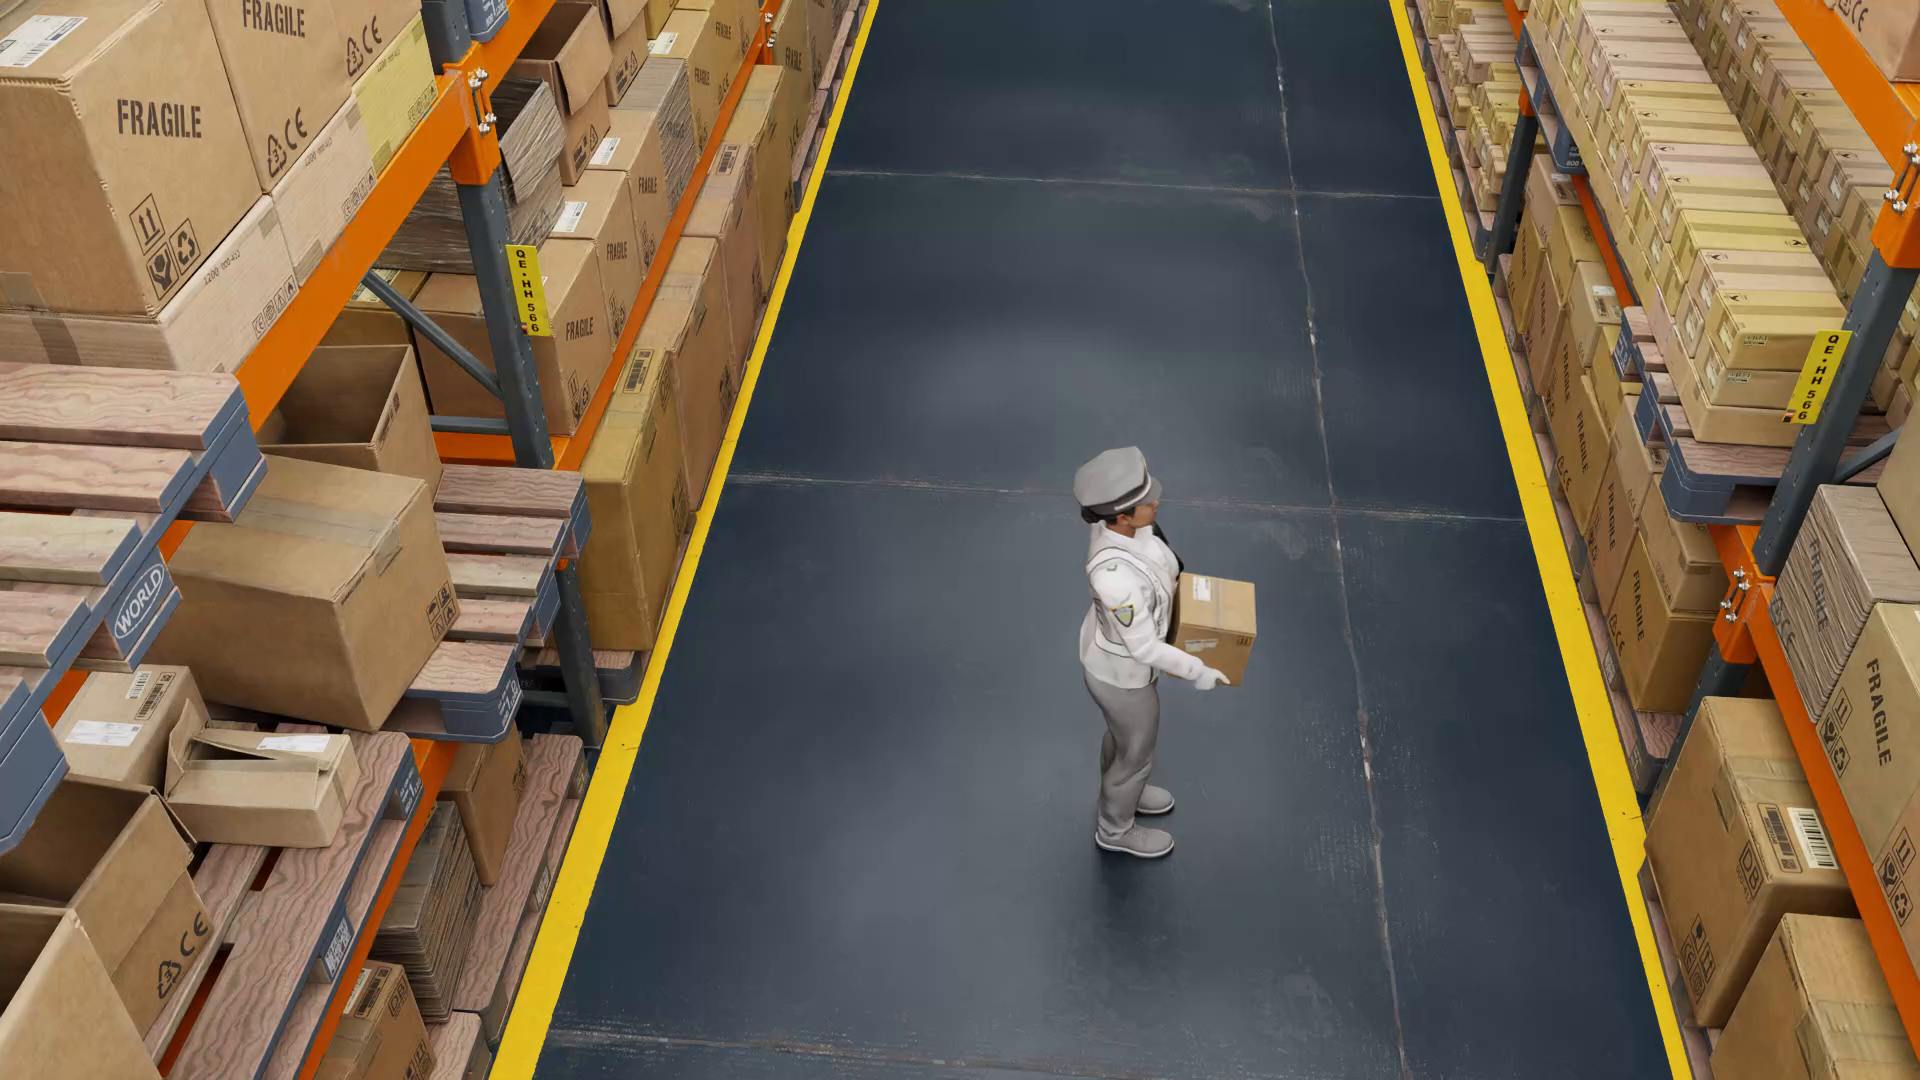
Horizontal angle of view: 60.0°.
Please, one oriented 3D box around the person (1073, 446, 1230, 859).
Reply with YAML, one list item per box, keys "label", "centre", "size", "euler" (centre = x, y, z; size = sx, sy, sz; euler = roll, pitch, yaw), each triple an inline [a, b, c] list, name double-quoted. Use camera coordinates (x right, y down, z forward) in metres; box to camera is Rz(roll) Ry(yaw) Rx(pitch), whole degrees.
- label: "person"
  centre: [0.630, 0.410, 5.656]
  size: [0.555, 1.686, 0.459]
  euler: [4, 40, 5]
